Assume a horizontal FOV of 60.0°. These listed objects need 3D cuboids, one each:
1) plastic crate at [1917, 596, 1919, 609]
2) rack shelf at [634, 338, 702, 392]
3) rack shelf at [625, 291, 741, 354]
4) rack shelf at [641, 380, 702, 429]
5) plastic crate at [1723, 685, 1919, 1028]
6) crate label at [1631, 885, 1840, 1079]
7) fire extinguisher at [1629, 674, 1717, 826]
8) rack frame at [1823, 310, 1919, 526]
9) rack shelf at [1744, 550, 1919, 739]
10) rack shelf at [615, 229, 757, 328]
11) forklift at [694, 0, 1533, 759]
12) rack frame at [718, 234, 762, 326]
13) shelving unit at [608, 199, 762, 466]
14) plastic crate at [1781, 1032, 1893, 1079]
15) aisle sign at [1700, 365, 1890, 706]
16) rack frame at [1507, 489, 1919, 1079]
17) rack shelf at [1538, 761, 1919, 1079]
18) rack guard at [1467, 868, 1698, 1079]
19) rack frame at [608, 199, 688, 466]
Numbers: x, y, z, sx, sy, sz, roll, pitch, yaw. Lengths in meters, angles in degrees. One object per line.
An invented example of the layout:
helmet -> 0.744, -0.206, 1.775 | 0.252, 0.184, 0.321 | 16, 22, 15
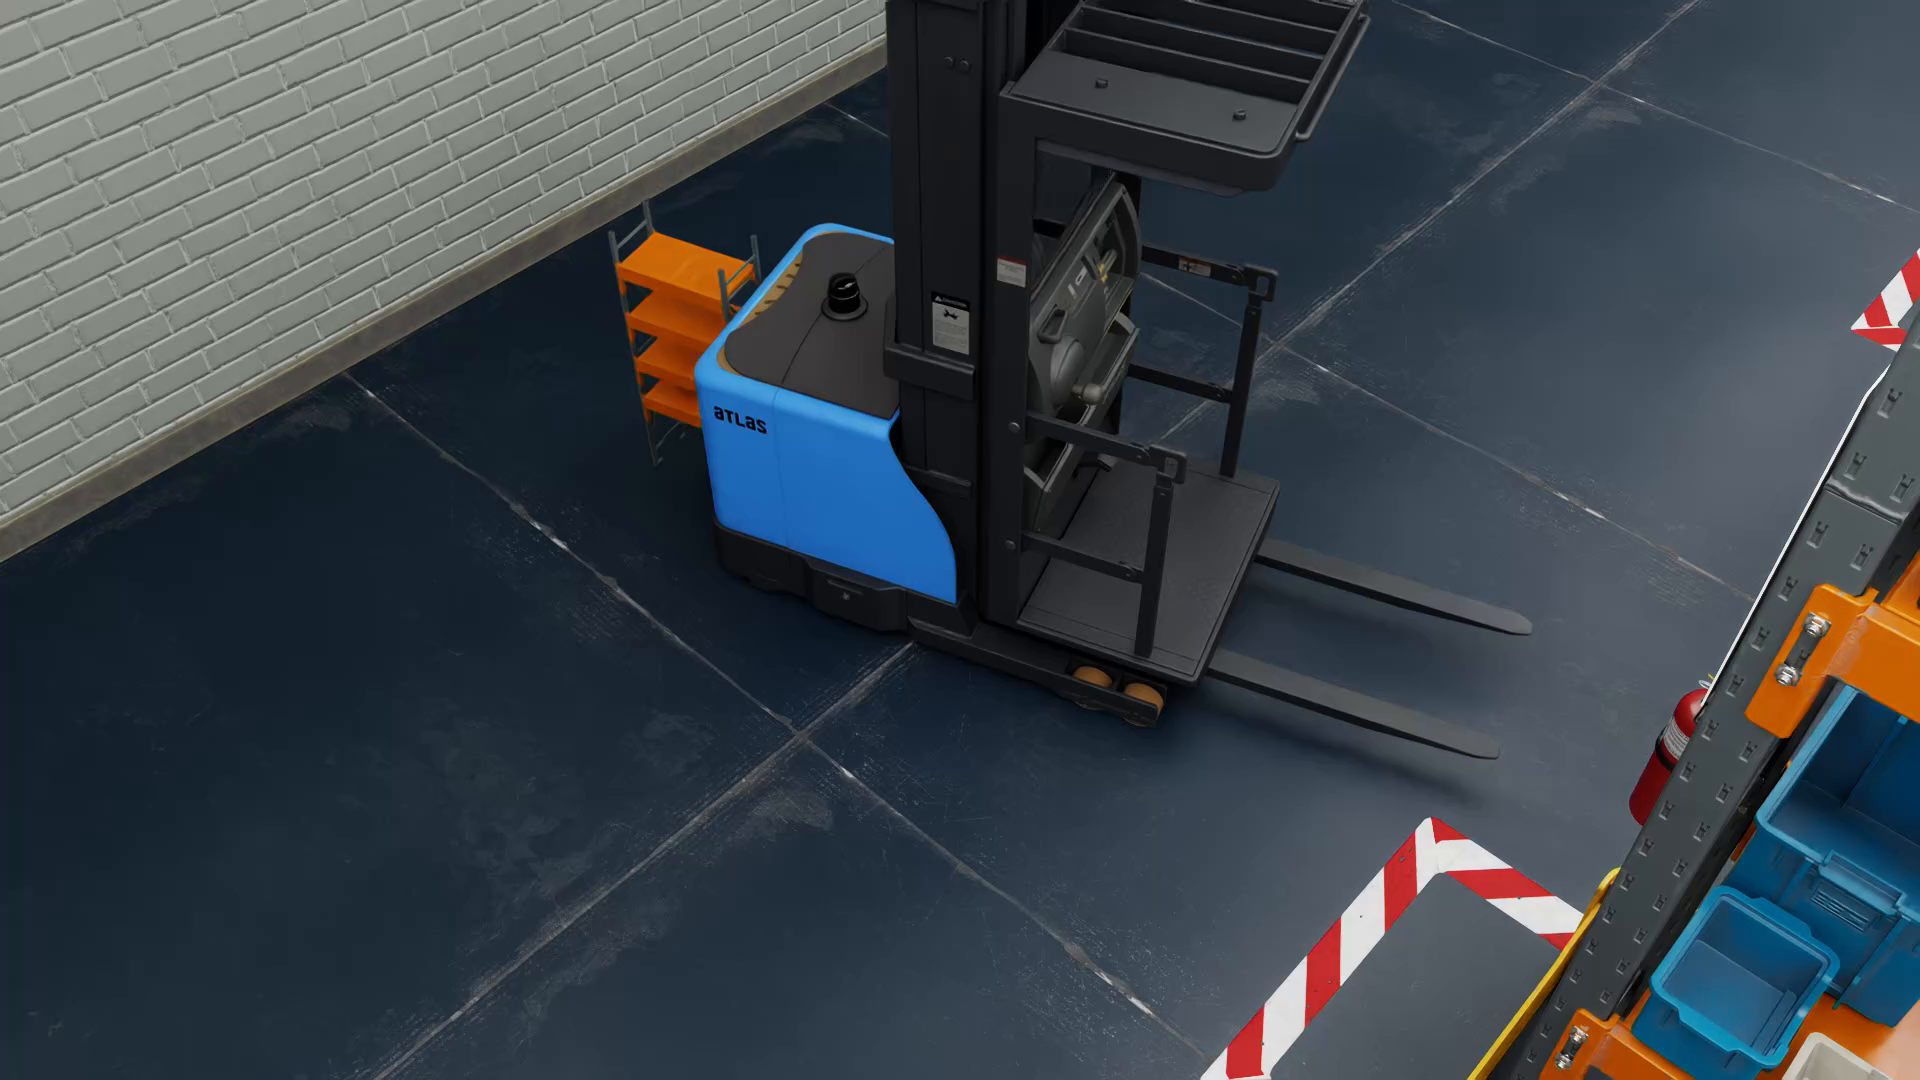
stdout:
plastic crate -> 1.888, 0.064, 2.665 | 0.590, 0.269, 0.497 | 34, 55, 28
rack shelf -> -1.026, -0.675, 6.650 | 0.480, 0.148, 0.258 | 21, 50, 19
rack shelf -> -1.028, -0.829, 6.487 | 0.480, 0.148, 0.258 | 21, 50, 19
rack shelf -> -1.024, -0.539, 6.794 | 0.480, 0.148, 0.258 | 21, 50, 19
plastic crate -> 2.167, 0.739, 3.933 | 0.499, 0.435, 0.616 | 34, 55, 28
crate label -> 1.752, 1.041, 3.788 | 0.303, 0.233, 0.416 | 34, 55, 28
fire extinguisher -> 1.991, 0.542, 4.492 | 0.183, 0.674, 0.296 | 34, 55, 28
rack frame -> 1.794, -1.347, 1.842 | 0.127, 3.000, 1.000 | 34, 55, 28
rack shelf -> 3.264, 0.915, 2.270 | 4.000, 0.370, 1.077 | 34, 55, 28
rack shelf -> -1.030, -0.992, 6.316 | 0.480, 0.148, 0.258 | 21, 50, 19
forklift -> 0.603, -0.763, 5.456 | 3.031, 2.935, 1.130 | 18, 49, 16
rack frame -> -0.811, -0.640, 6.522 | 0.015, 1.200, 0.240 | 21, 50, 19
shelving unit -> -1.026, -0.722, 6.601 | 0.503, 1.200, 0.258 | 21, 50, 19
plastic crate -> 1.932, 1.277, 3.633 | 0.298, 0.136, 0.250 | 34, 55, 28
aisle sign -> 1.540, -0.060, 2.966 | 0.004, 0.787, 0.394 | 34, 55, 28
rack frame -> 1.794, 0.706, 4.029 | 0.127, 3.000, 1.000 | 34, 55, 28
rack shelf -> 3.264, 1.941, 3.363 | 4.000, 0.370, 1.077 | 34, 55, 28
rack guard -> 1.767, 1.557, 4.945 | 0.348, 0.500, 1.175 | 34, 55, 28
rack frame -> -1.242, -0.803, 6.681 | 0.015, 1.200, 0.240 | 21, 50, 19
